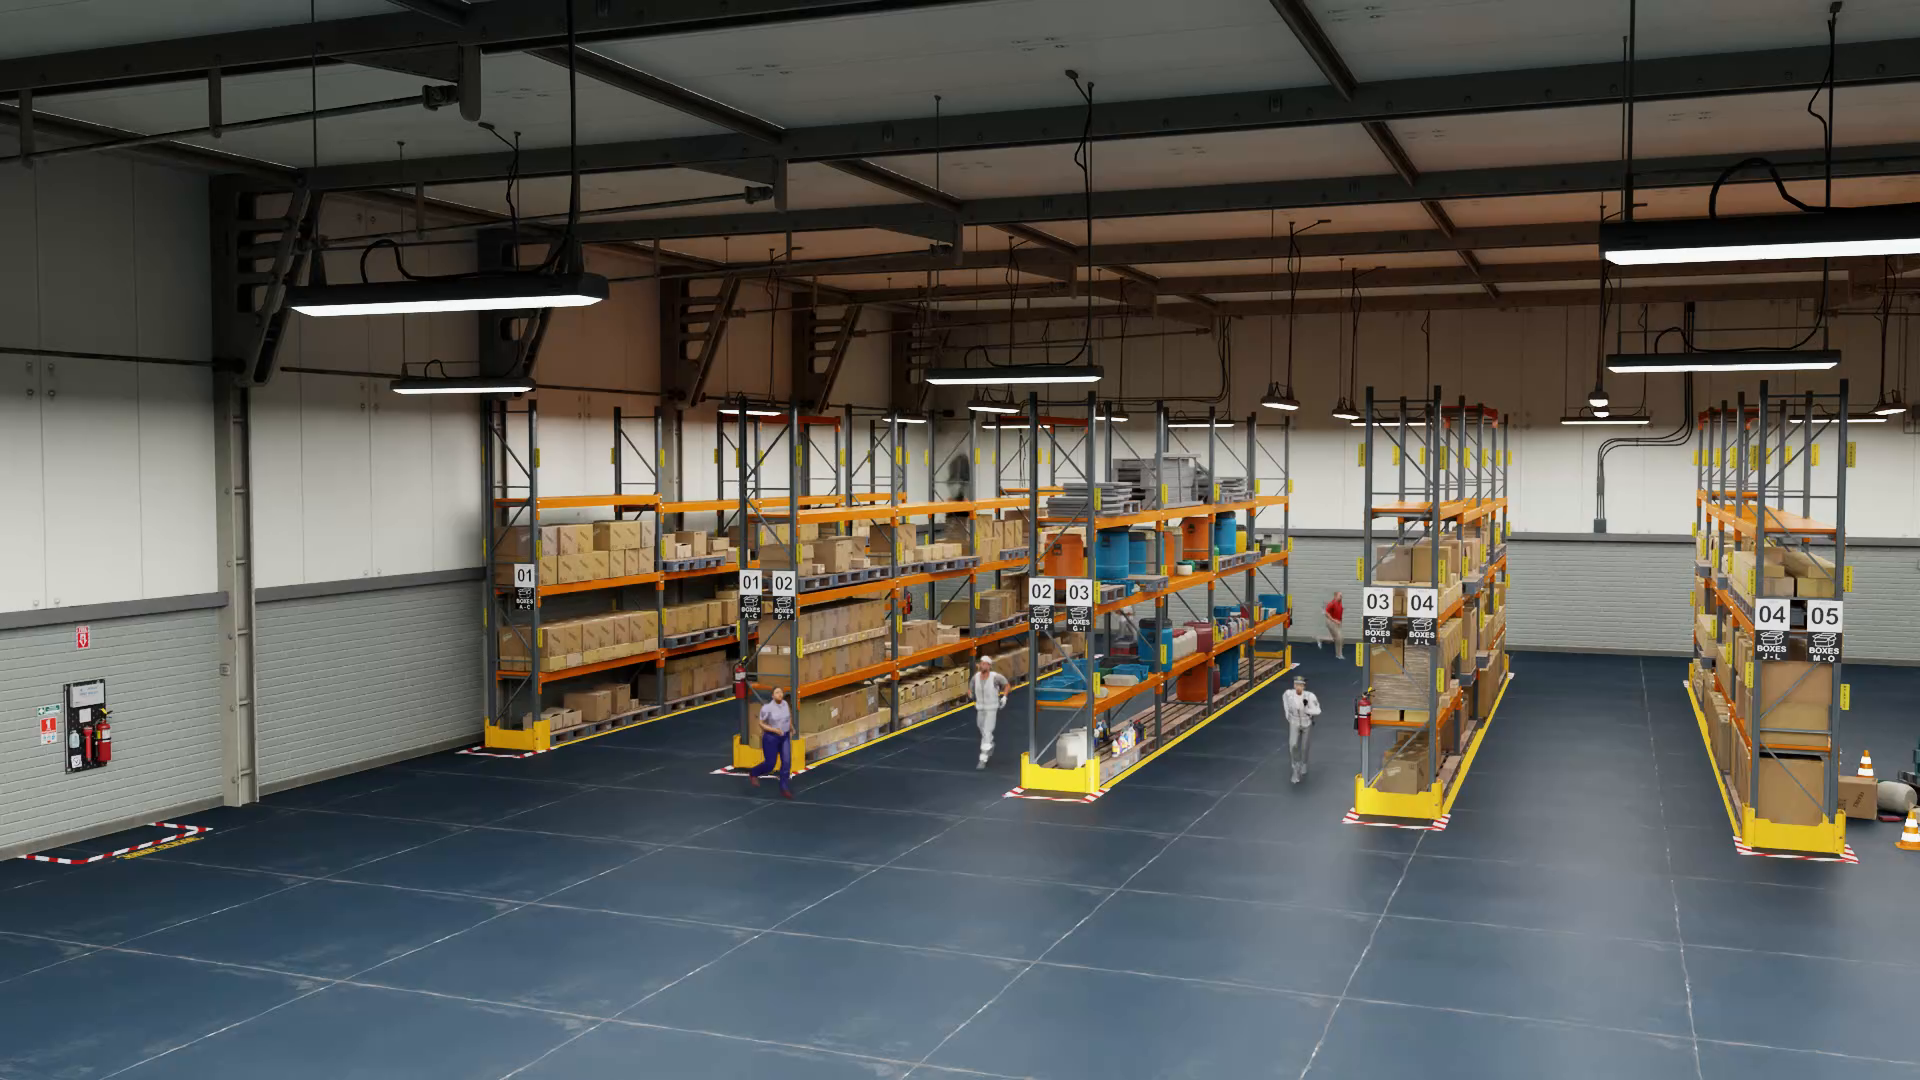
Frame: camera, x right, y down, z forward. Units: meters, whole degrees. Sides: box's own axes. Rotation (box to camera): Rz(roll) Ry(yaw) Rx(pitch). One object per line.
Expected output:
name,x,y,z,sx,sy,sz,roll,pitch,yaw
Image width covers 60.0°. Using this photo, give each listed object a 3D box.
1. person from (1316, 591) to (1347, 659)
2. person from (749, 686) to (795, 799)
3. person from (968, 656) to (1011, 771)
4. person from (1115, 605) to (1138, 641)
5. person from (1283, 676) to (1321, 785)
person,9.333,2.158,41.698,0.789,1.603,0.678,2,4,37
person,-2.748,2.982,24.717,0.616,1.648,0.848,-2,4,-40
person,0.460,2.769,27.013,0.672,1.799,0.994,1,3,27
person,4.212,2.082,42.296,0.594,1.687,0.941,-2,3,-31
person,5.295,2.909,25.787,0.606,1.682,0.892,1,3,16
